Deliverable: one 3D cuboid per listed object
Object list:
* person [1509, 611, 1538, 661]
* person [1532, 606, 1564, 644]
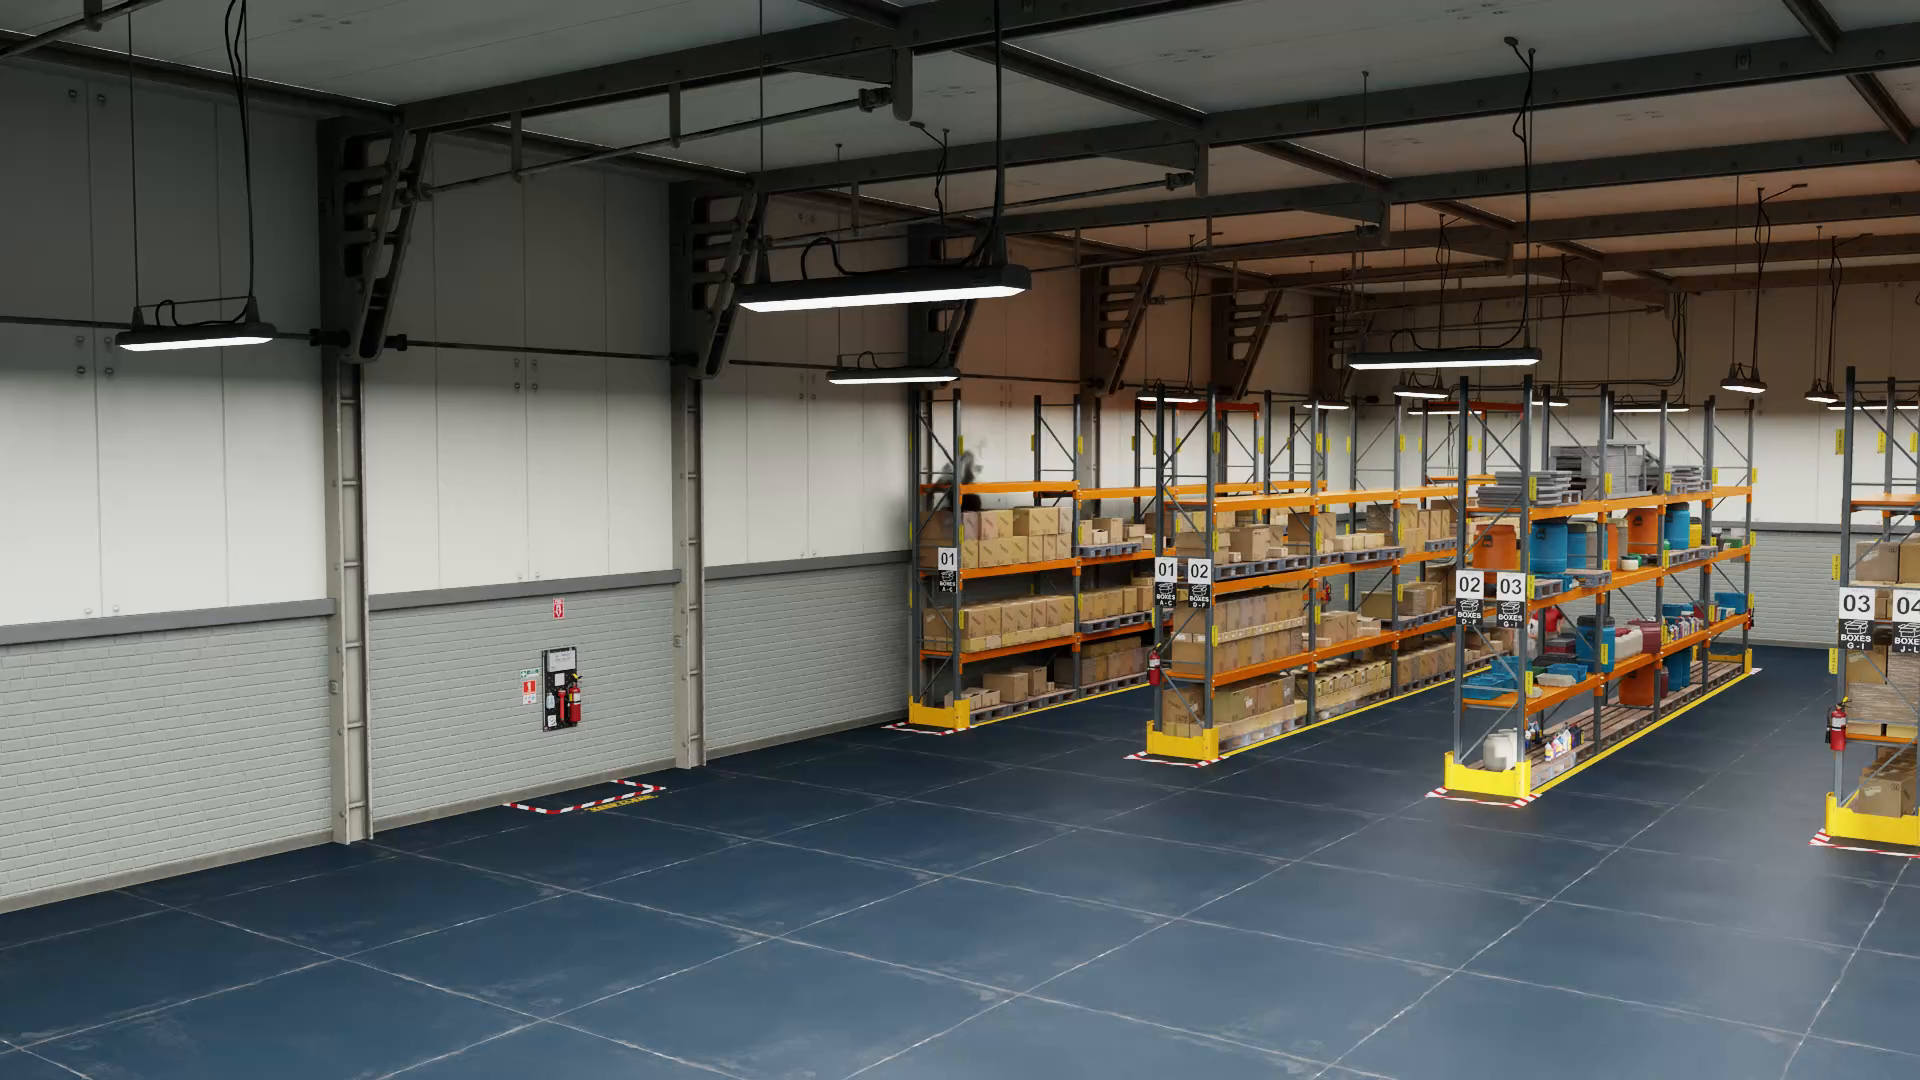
[{"bbox_3d":[11.326,2.208,33.319,0.645,1.823,0.870,1,4,23],"label":"person"},{"bbox_3d":[12.542,2.097,35.528,0.659,1.735,0.966,1,3,20],"label":"person"}]
